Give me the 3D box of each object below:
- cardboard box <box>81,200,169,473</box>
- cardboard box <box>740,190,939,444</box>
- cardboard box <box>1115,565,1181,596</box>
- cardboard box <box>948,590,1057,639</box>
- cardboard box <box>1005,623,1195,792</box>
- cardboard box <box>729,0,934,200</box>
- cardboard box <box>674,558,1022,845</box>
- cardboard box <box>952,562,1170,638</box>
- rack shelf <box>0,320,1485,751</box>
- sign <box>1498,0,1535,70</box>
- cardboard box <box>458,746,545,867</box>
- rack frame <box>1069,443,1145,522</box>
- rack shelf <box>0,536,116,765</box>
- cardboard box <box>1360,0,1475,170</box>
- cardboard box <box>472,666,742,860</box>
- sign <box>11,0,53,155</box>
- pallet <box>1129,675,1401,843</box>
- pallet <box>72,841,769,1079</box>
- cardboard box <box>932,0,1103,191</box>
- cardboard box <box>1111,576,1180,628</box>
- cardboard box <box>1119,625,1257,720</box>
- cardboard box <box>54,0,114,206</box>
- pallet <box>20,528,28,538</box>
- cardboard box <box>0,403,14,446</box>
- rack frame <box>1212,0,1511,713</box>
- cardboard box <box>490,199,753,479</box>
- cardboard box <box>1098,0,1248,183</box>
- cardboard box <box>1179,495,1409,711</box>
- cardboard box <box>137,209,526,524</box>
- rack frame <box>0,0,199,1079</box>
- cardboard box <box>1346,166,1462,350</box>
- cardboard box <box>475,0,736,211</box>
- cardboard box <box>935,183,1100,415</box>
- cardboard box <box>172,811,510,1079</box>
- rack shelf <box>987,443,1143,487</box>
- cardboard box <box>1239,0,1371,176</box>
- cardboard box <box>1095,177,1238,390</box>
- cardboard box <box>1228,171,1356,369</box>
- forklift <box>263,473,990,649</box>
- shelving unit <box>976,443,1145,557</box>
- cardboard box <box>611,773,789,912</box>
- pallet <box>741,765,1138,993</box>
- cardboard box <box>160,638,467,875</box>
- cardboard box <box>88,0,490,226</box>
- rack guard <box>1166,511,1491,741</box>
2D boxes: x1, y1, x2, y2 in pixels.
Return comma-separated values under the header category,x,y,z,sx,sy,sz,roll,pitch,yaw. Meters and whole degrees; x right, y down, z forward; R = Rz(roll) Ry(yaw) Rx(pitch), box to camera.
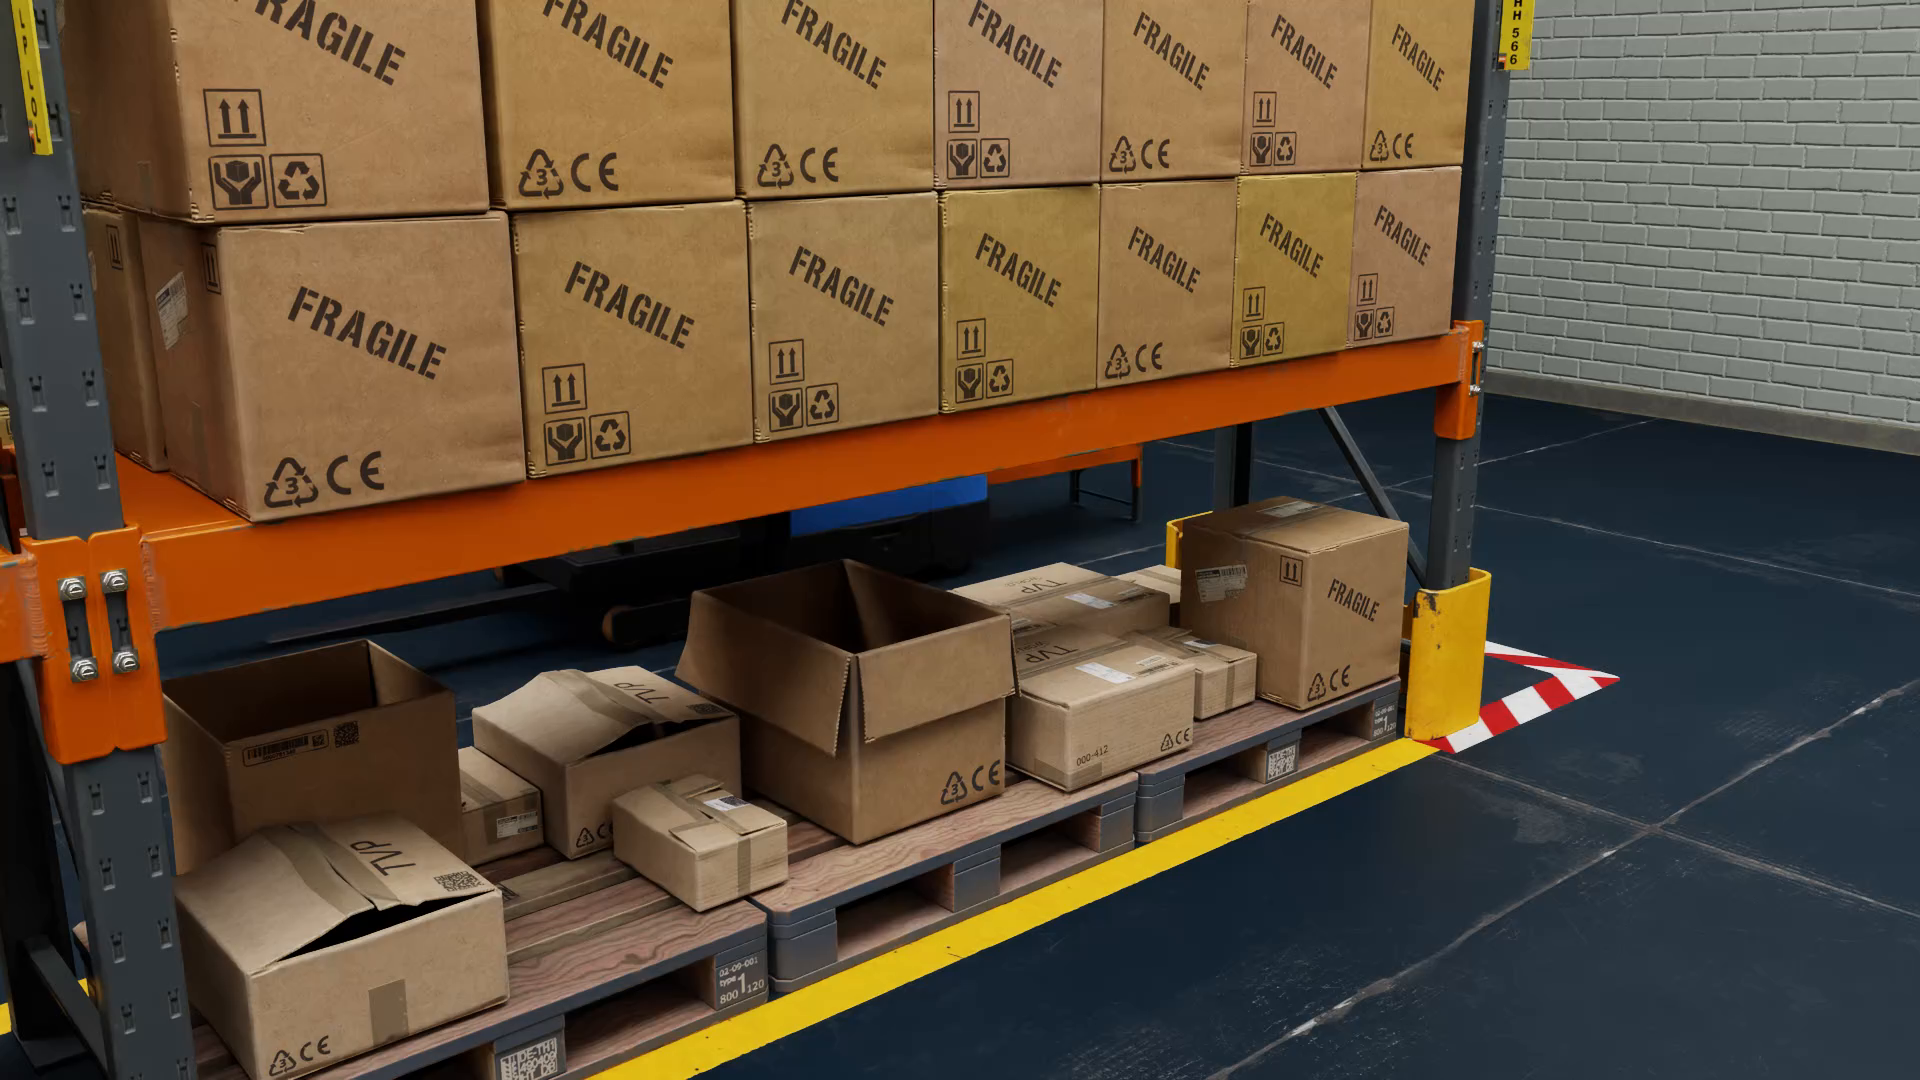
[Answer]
category,x,y,z,sx,sy,sz,roll,pitch,yaw
cardboard box,-1.515,-0.458,3.459,0.500,0.500,0.500,-12,19,-38
cardboard box,-0.397,-0.529,3.722,0.500,0.500,0.500,-13,20,-40
cardboard box,0.753,0.216,5.801,0.250,0.149,0.380,-13,19,-39
cardboard box,-0.057,0.369,5.031,0.500,0.250,0.500,-13,19,-39
cardboard box,0.309,0.458,4.698,0.500,0.250,0.500,-13,19,-39
cardboard box,-0.406,-1.006,3.573,0.500,0.500,0.500,-13,20,-41
cardboard box,-0.309,0.399,4.429,0.637,0.503,0.797,-13,19,-39
cardboard box,0.321,0.285,5.348,0.500,0.250,0.500,-13,19,-39
rack shelf,-0.215,-0.267,4.329,4.000,0.370,1.077,-13,19,-39
sign,1.643,-1.554,4.897,0.005,0.325,0.100,-13,19,-39
cardboard box,-1.236,0.663,4.129,0.250,0.149,0.380,-13,19,-39
rack frame,0.721,-0.682,8.124,0.032,1.125,0.500,-11,19,-37
rack shelf,-3.232,0.411,1.792,4.000,0.370,1.077,-13,19,-39
cardboard box,1.139,-1.355,4.880,0.500,0.500,0.500,-13,20,-40
cardboard box,-0.914,0.532,4.302,0.500,0.311,0.500,-13,19,-39
sign,-1.356,-0.727,2.416,0.005,0.325,0.100,-13,19,-39
pallet,0.636,0.543,5.310,1.213,0.211,1.003,-13,19,-39
pallet,-1.205,0.956,3.763,1.213,0.211,1.003,-13,19,-39
cardboard box,-0.017,-1.094,3.901,0.500,0.500,0.500,-12,19,-38
cardboard box,0.564,0.250,5.640,0.250,0.166,0.380,-13,19,-39
cardboard box,0.681,0.395,5.098,0.250,0.166,0.380,-13,19,-39
cardboard box,-1.512,-0.943,3.335,0.500,0.500,0.500,-13,19,-39
pallet,-4.353,-0.005,7.361,1.213,0.211,1.003,-13,19,-39
cardboard box,-4.346,-0.341,7.244,0.500,0.500,0.700,-12,19,-39
rack frame,1.294,-0.953,5.505,0.127,3.000,1.000,-13,19,-39
cardboard box,-0.776,-0.444,3.407,0.500,0.500,0.500,-12,19,-38
cardboard box,0.370,-1.181,4.227,0.500,0.500,0.500,-12,19,-38
cardboard box,1.046,0.182,5.246,0.500,0.500,0.500,-13,19,-39
cardboard box,-1.160,-0.357,3.080,0.500,0.500,0.500,-12,19,-38
rack frame,-1.723,-0.275,2.968,0.127,3.000,1.000,-13,19,-39
cardboard box,1.135,-0.872,5.010,0.500,0.500,0.500,-12,19,-38
cardboard box,-0.794,-0.919,3.247,0.500,0.500,0.500,-13,20,-41
cardboard box,-0.014,-0.615,4.046,0.500,0.500,0.500,-13,20,-40
cardboard box,-1.265,0.782,3.367,0.500,0.311,0.500,-13,19,-39
rack shelf,0.321,-0.365,7.884,1.000,0.278,0.538,-11,19,-37
cardboard box,0.758,-1.270,4.559,0.500,0.500,0.500,-12,19,-38
cardboard box,0.366,-0.700,4.366,0.500,0.500,0.500,-12,19,-39
cardboard box,0.746,-0.784,4.678,0.500,0.500,0.500,-12,19,-39
forklift,-1.340,-1.162,6.419,3.031,2.935,1.130,-11,19,-37
shelving unit,0.321,-0.601,7.821,1.048,1.125,0.538,-11,19,-37
cardboard box,-0.619,0.704,3.941,0.250,0.166,0.380,-13,19,-39
pallet,-0.284,0.748,4.541,1.213,0.211,1.003,-13,19,-39
cardboard box,-1.480,0.568,3.802,0.500,0.500,0.500,-13,19,-39
cardboard box,-1.183,-0.832,2.920,0.500,0.500,0.500,-12,19,-38
rack guard,1.237,0.268,5.779,0.348,0.500,1.175,-13,19,-39
